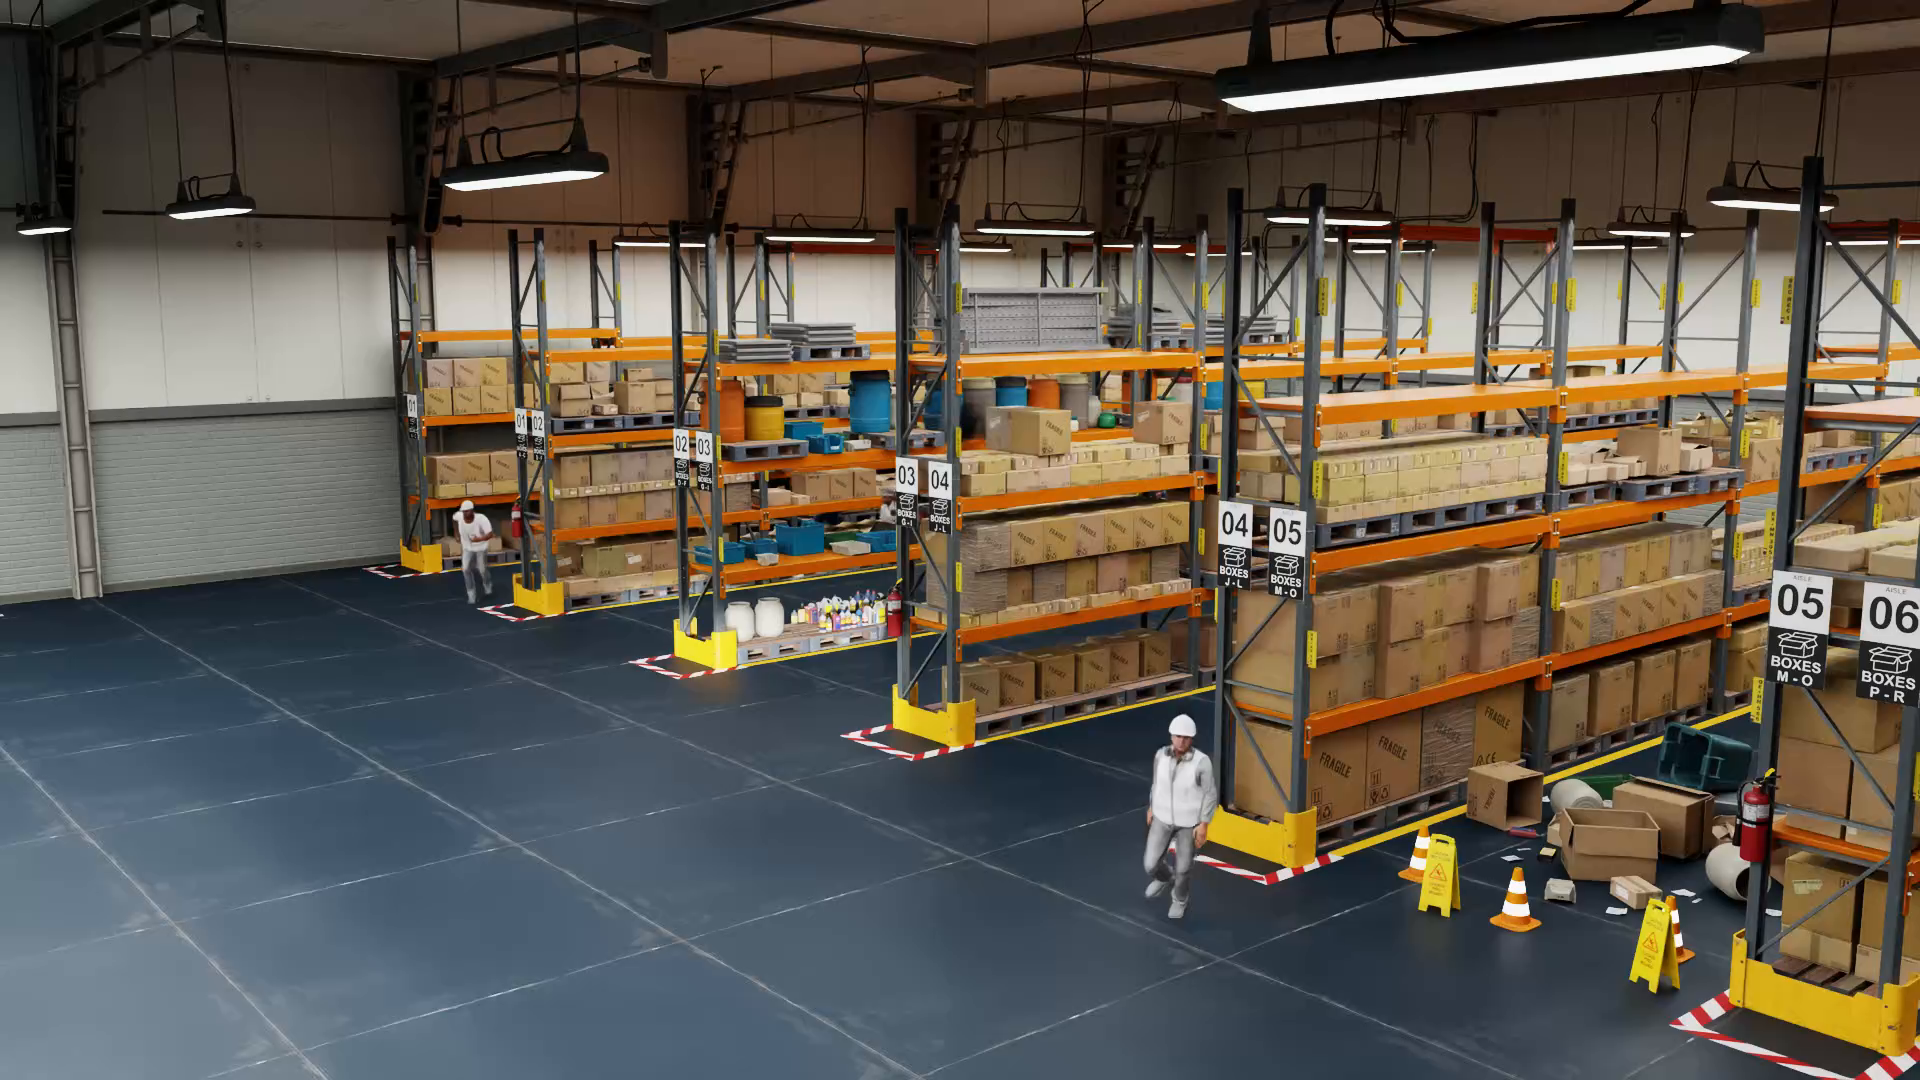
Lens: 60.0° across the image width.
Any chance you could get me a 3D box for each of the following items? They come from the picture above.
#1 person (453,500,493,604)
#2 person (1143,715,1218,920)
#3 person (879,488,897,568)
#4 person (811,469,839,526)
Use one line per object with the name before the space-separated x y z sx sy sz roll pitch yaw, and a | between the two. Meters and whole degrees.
person | -7.943 0.197 27.225 0.748 1.770 0.949 1 9 8
person | 1.791 2.252 13.500 0.647 1.752 0.563 4 10 24
person | -1.058 -0.067 27.212 0.577 1.595 0.765 6 11 36
person | -2.558 -0.538 32.033 0.784 1.665 0.525 -9 12 -44
